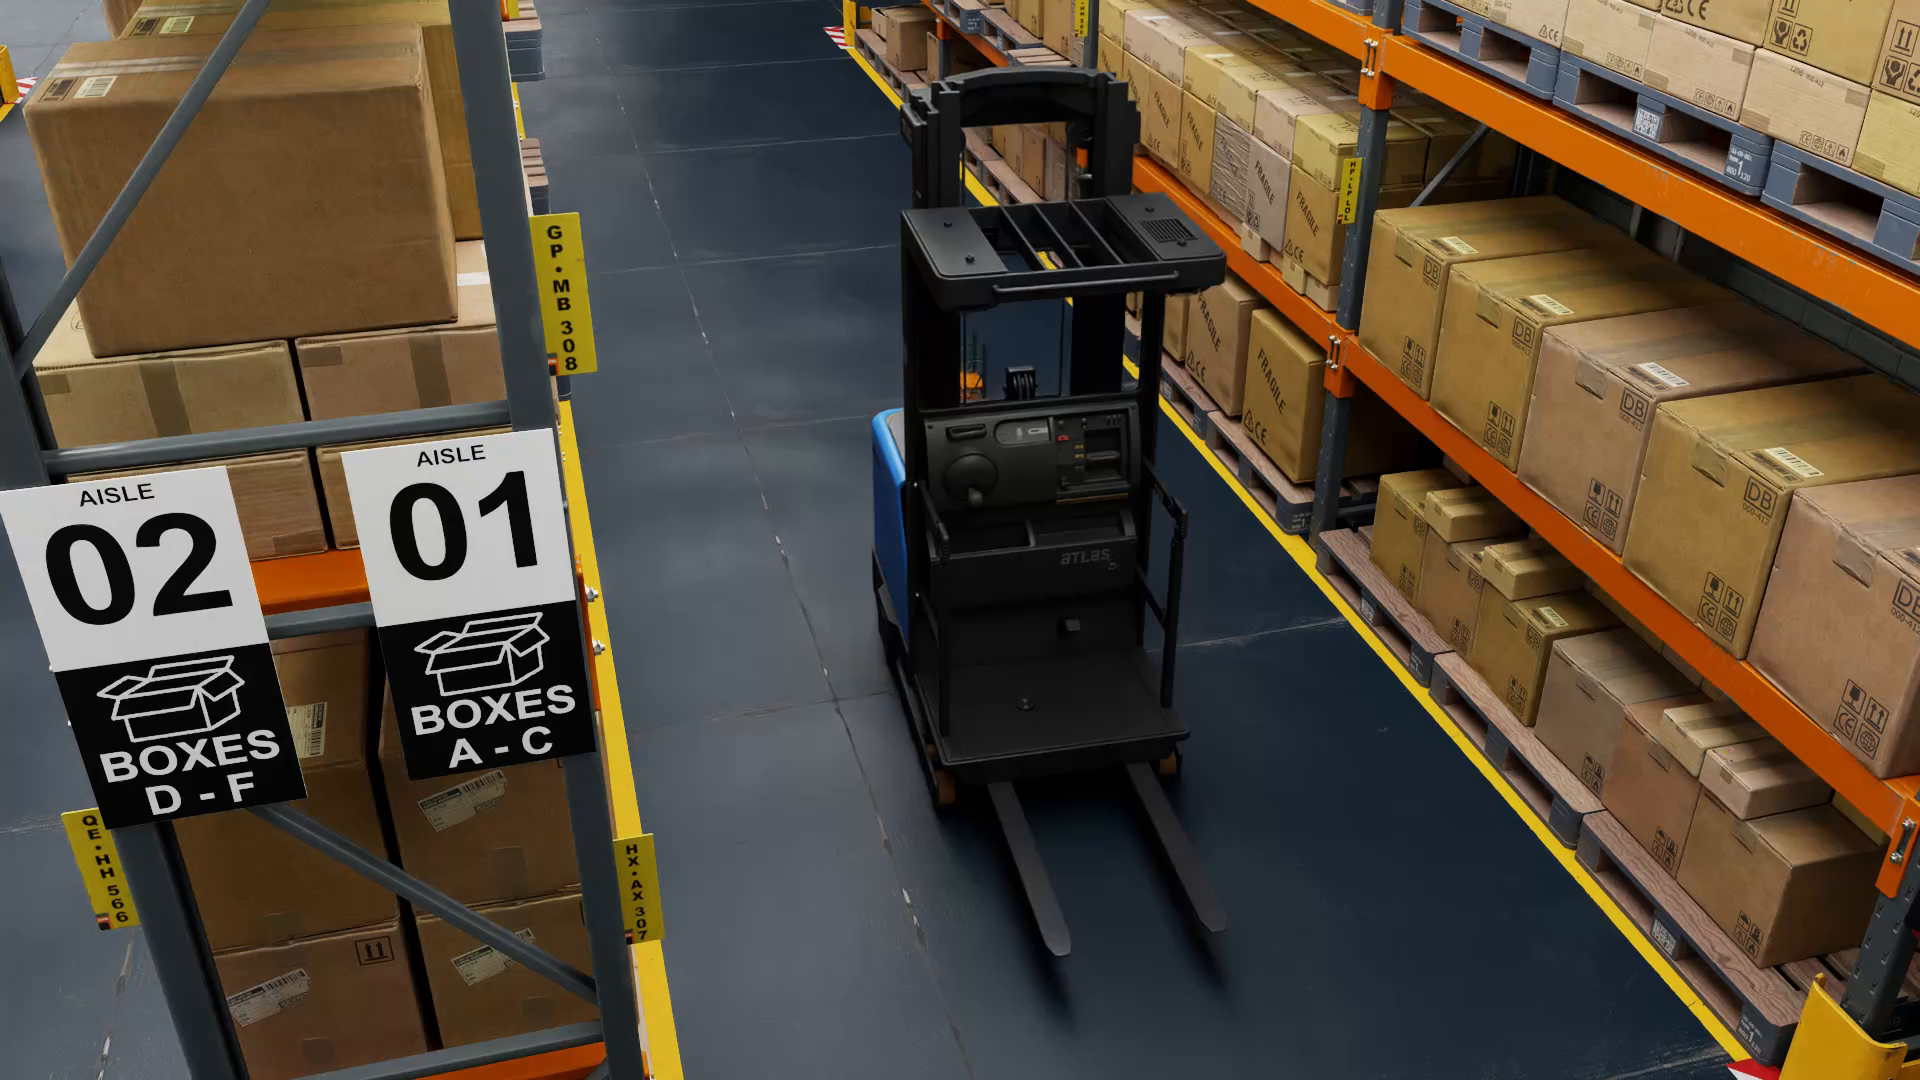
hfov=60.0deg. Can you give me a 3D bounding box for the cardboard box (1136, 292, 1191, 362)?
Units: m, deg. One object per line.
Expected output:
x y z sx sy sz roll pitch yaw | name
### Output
1.658 -1.699 10.918 0.750 0.750 0.750 -8 31 -14 | cardboard box

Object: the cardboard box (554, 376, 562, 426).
-1.300 -0.478 4.238 0.500 0.250 0.500 -8 31 -13 | cardboard box

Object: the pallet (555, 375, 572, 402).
-2.457 -0.969 8.122 1.003 0.211 1.213 -8 31 -13 | pallet

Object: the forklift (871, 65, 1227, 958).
0.360 -0.312 6.863 1.130 2.935 3.031 -6 31 -11 | forklift

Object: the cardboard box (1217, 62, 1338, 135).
1.792 -2.504 9.416 0.500 0.250 0.500 -7 31 -12 | cardboard box

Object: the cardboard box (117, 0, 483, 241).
-1.492 -0.993 3.879 0.700 0.500 0.500 -8 31 -13 | cardboard box

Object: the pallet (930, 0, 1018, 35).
0.364 -4.705 14.575 1.003 0.211 1.213 -8 31 -13 | pallet

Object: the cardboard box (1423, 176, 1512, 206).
2.546 -1.749 8.860 0.500 0.500 0.500 -9 31 -15 | cardboard box

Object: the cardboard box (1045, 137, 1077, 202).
1.097 -2.958 13.422 0.700 0.500 0.500 -8 31 -13 | cardboard box

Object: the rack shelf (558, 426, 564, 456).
-2.881 -1.307 9.231 1.077 0.370 4.000 -8 31 -13 | rack shelf

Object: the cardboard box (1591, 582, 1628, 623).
3.025 0.213 7.315 0.380 0.149 0.250 -8 31 -14 | cardboard box

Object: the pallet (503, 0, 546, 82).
-2.456 -2.193 7.238 1.213 0.211 1.003 -8 31 -13 | pallet

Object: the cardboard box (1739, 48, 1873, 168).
2.897 -1.408 5.325 0.500 0.250 0.500 -9 31 -15 | cardboard box

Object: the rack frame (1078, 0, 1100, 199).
1.363 -3.244 11.861 1.000 3.000 0.127 -8 31 -13 | rack frame

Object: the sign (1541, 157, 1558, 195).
2.959 -1.796 8.415 0.100 0.325 0.005 -8 31 -13 | sign

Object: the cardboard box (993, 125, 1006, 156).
0.698 -3.689 14.684 0.700 0.500 0.500 -8 31 -14 | cardboard box

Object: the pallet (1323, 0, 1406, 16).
2.134 -2.964 8.573 0.805 0.209 1.217 -9 31 -15 | pallet

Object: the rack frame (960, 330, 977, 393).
-0.028 -0.570 9.038 0.240 1.200 0.006 -8 31 -13 | rack frame

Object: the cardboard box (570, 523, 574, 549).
-1.298 0.303 4.634 0.500 0.500 0.500 -8 31 -13 | cardboard box

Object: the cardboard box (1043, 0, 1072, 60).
1.054 -3.970 12.576 0.700 0.500 0.500 -11 32 -18 | cardboard box

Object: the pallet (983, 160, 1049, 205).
0.837 -3.003 14.228 1.003 0.211 1.213 -8 31 -13 | pallet

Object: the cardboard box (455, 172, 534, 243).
-1.300 -0.695 4.112 0.500 0.250 0.500 -8 31 -13 | cardboard box

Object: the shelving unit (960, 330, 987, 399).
-0.004 -0.526 8.962 0.258 1.200 0.189 -8 31 -13 | shelving unit

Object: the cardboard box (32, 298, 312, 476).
-1.671 -0.384 3.575 0.500 0.250 0.500 -8 31 -13 | cardboard box

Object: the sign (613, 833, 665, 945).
-0.765 0.833 3.952 0.100 0.325 0.005 -8 31 -13 | sign

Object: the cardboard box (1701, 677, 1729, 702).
3.229 0.582 6.678 0.380 0.149 0.250 -8 31 -13 | cardboard box

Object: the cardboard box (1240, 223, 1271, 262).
1.820 -1.708 9.437 0.380 0.149 0.250 -8 31 -13 | cardboard box

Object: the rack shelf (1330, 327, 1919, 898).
2.956 -0.035 7.034 1.077 0.370 4.000 -8 31 -13 | rack shelf

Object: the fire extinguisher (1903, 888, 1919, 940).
3.082 0.949 5.066 0.296 0.674 0.183 -8 31 -13 | fire extinguisher

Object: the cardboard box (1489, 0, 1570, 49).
2.475 -2.154 6.613 0.500 0.250 0.500 -9 31 -14 | cardboard box

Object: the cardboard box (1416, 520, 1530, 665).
2.655 0.206 7.976 0.700 0.500 0.500 -8 31 -14 | cardboard box

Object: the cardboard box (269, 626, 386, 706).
-1.807 0.382 4.498 0.500 0.500 0.500 -7 31 -12 | cardboard box

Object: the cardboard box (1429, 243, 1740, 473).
2.741 -0.825 7.381 0.980 0.700 0.700 -9 31 -15 | cardboard box

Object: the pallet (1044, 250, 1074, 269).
1.157 -2.415 13.212 1.003 0.211 1.213 -8 31 -13 | pallet

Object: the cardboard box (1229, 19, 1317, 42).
2.000 -3.066 10.388 0.500 0.250 0.500 -9 31 -15 | cardboard box

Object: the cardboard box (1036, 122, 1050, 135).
0.890 -3.550 13.696 0.500 0.250 0.500 -8 31 -14 | cardboard box

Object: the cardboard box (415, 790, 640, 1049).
-1.152 0.987 4.450 0.500 0.500 0.500 -7 31 -12 | cardboard box

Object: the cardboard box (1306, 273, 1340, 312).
2.062 -1.338 8.798 0.380 0.149 0.250 -8 31 -13 | cardboard box

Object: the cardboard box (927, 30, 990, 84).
-0.013 -4.781 16.571 0.500 0.500 0.500 -10 32 -17 | cardboard box

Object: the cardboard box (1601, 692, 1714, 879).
3.071 0.953 6.685 0.700 0.500 0.500 -8 31 -13 | cardboard box

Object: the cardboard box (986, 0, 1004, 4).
0.545 -4.889 14.163 0.700 0.500 0.500 -5 30 -8 | cardboard box

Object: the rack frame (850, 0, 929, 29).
-0.760 -7.108 18.536 1.000 3.000 0.127 -8 31 -13 | rack frame

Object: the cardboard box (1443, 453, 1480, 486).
2.677 -0.415 8.401 0.380 0.149 0.250 -8 31 -14 | cardboard box

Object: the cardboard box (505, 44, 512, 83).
-1.699 -1.419 5.364 0.500 0.250 0.500 -8 31 -13 | cardboard box

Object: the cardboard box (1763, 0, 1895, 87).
2.907 -1.724 5.121 0.500 0.500 0.500 -7 31 -12 | cardboard box

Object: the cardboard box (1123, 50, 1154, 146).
1.375 -2.902 10.853 0.500 0.500 0.500 -7 31 -12 | cardboard box

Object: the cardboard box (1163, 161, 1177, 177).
1.537 -2.463 10.741 0.380 0.149 0.250 -7 31 -12 | cardboard box

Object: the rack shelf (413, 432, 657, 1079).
-1.819 0.625 5.893 1.077 0.370 4.000 -8 31 -13 | rack shelf

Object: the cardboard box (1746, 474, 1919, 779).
3.341 0.245 5.533 0.980 0.700 0.700 -6 31 -11 | cardboard box

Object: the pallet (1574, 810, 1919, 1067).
3.199 1.451 6.533 1.003 0.211 1.213 -8 31 -13 | pallet

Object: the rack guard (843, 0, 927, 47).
-0.740 -5.990 19.099 1.175 0.500 0.348 -8 31 -13 | rack guard

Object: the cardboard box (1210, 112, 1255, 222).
1.789 -2.171 9.590 0.500 0.500 0.500 -8 31 -13 | cardboard box

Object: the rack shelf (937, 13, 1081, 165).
0.832 -3.899 13.710 1.077 0.370 4.000 -8 31 -13 | rack shelf

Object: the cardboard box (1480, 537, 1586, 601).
2.578 0.124 7.471 0.380 0.149 0.250 -9 31 -15 | cardboard box

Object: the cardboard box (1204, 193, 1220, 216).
1.708 -2.087 10.092 0.380 0.149 0.250 -7 31 -12 | cardboard box

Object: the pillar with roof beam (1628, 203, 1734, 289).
-0.706 -3.113 5.646 9.100 9.000 0.400 -8 31 -13 | pillar with roof beam

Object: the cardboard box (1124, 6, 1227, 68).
1.378 -3.236 10.682 0.500 0.250 0.500 -8 31 -14 | cardboard box

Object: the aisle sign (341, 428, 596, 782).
-0.987 0.149 3.404 0.394 0.787 0.004 -8 31 -13 | aisle sign

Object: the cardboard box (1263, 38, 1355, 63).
2.136 -2.820 9.963 0.500 0.250 0.500 -9 31 -14 | cardboard box
